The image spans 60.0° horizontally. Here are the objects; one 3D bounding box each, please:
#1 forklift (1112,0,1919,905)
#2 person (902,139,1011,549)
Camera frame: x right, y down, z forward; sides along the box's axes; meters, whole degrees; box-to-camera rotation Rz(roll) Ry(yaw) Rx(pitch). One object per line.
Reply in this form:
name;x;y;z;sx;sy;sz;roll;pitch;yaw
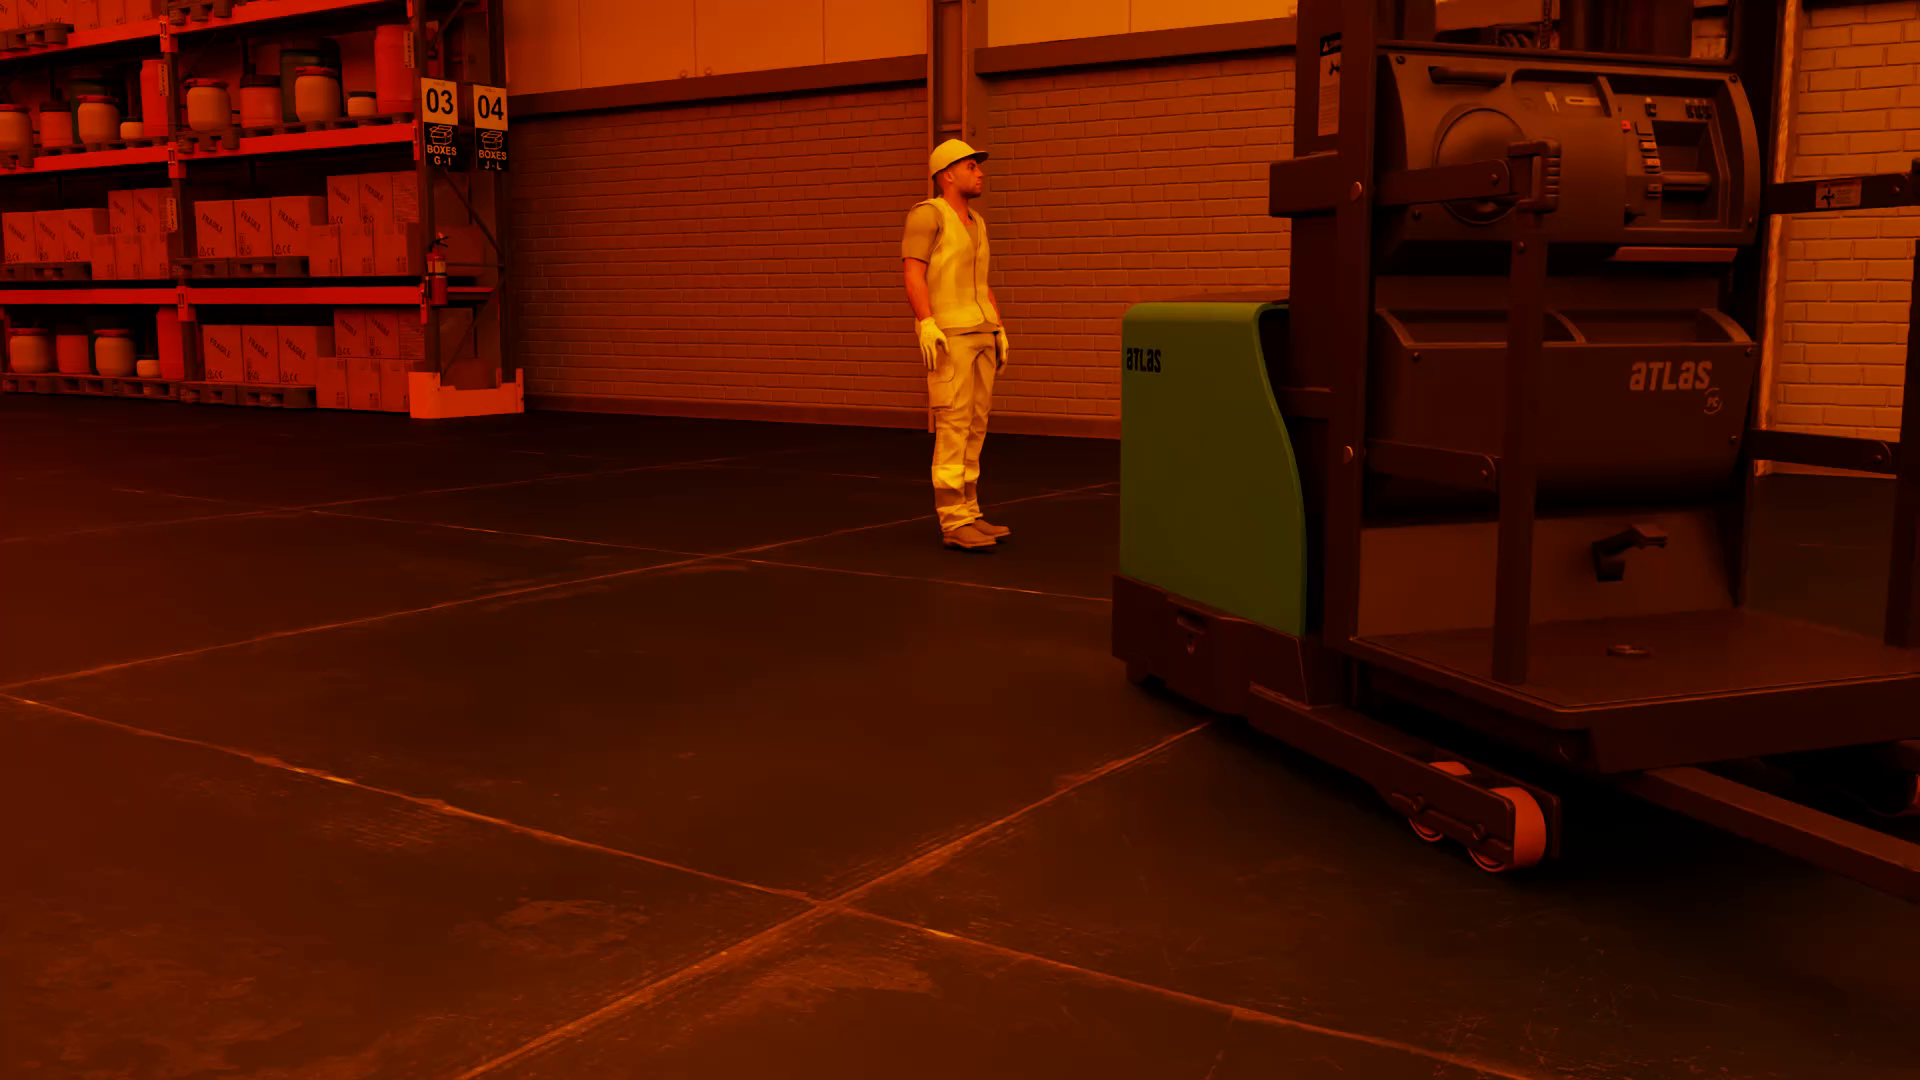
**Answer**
forklift;1.412;-0.883;3.402;1.130;2.935;3.031;-3;9;-20
person;0.061;-0.885;7.423;0.562;1.789;0.638;5;10;34
